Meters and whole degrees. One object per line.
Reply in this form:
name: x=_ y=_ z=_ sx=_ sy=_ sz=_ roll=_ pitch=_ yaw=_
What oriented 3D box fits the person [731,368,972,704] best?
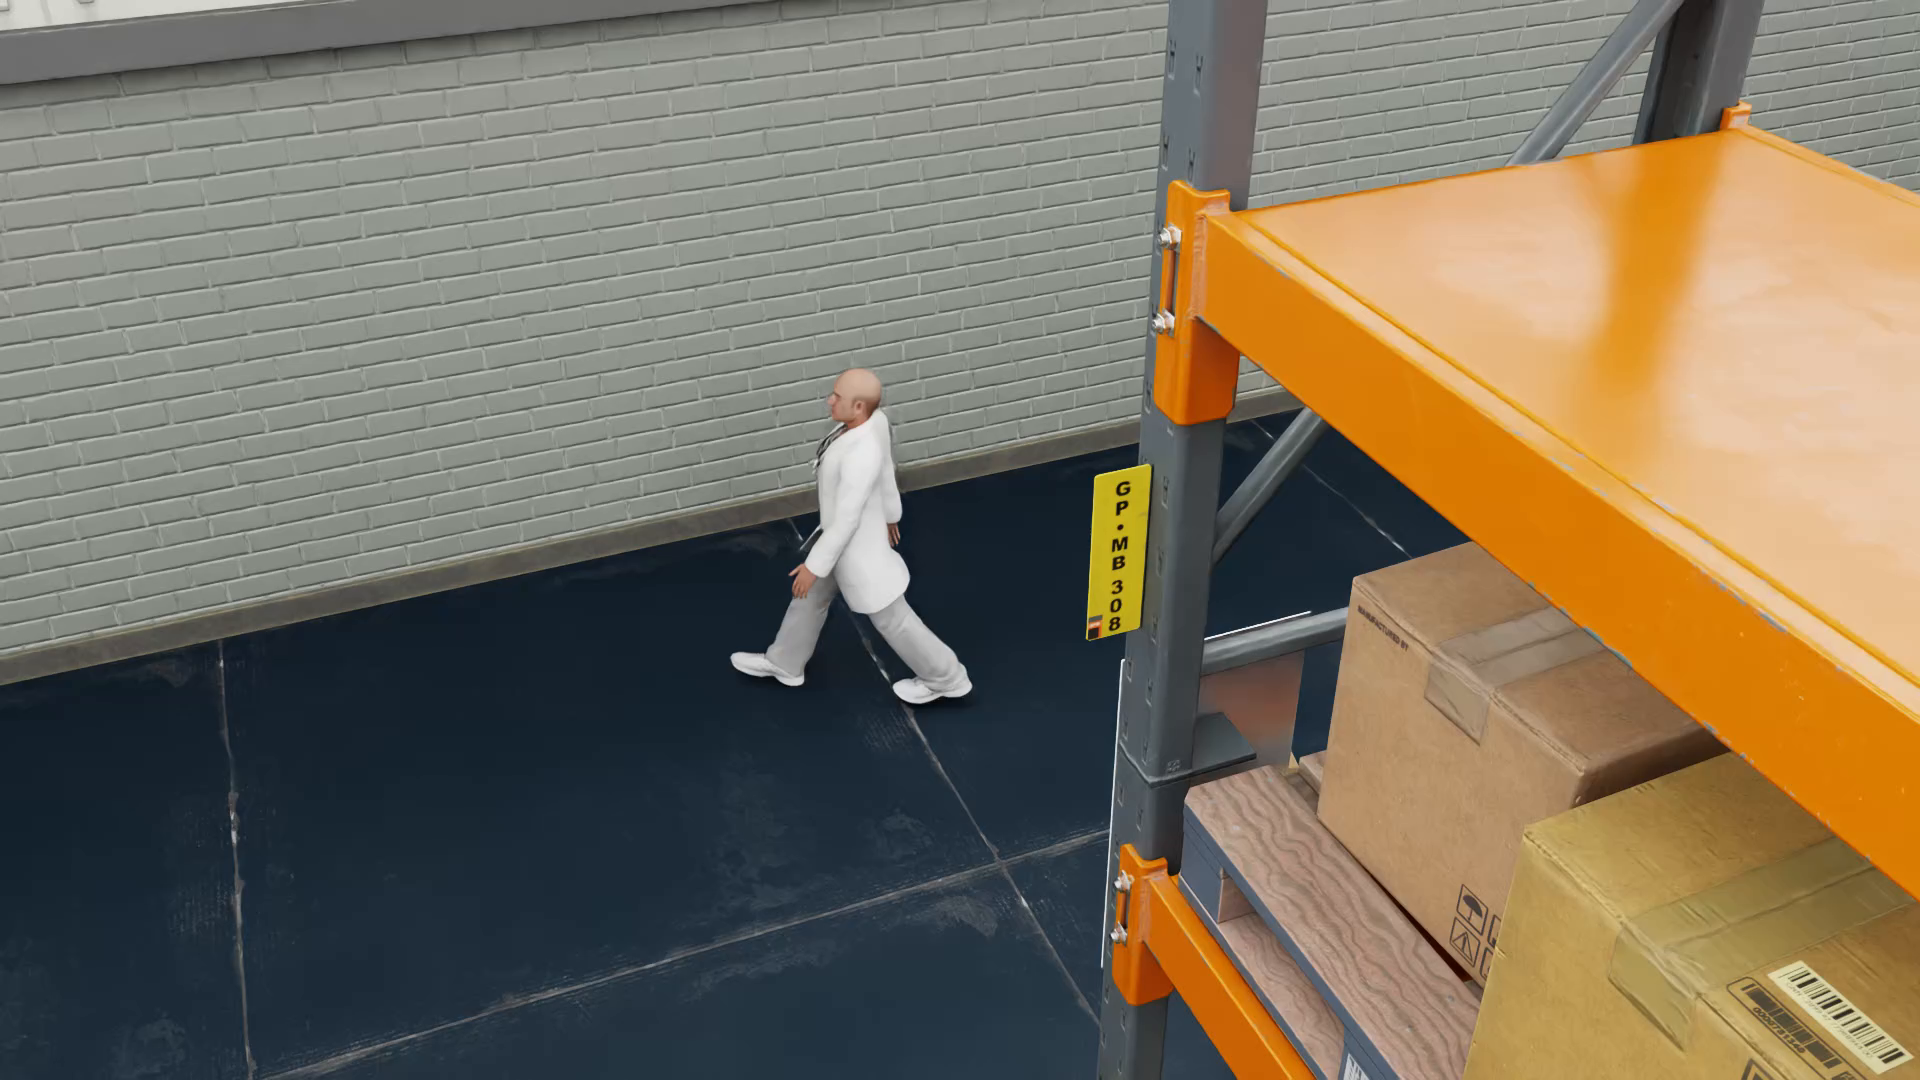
person: x=-0.524 y=0.009 z=7.528 sx=1.157 sy=1.718 sz=0.612 roll=-2 pitch=33 yaw=-3
